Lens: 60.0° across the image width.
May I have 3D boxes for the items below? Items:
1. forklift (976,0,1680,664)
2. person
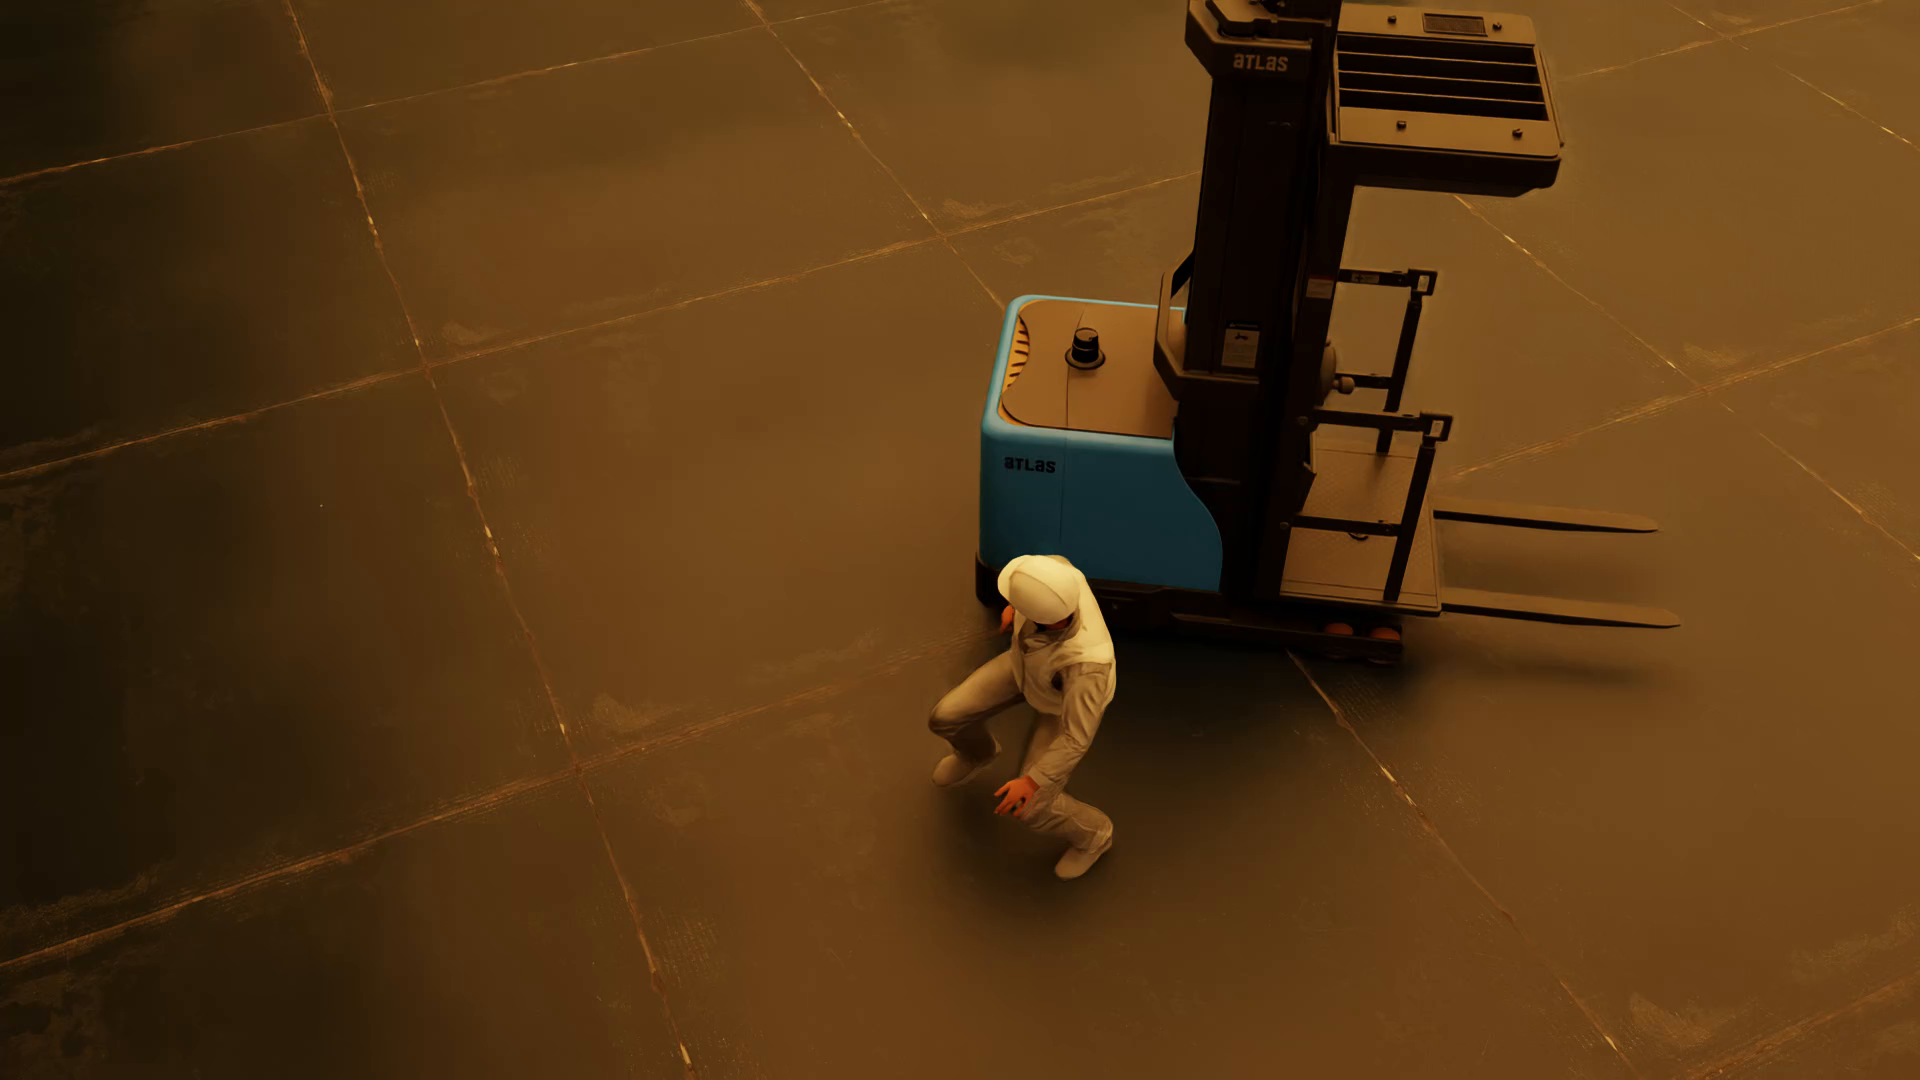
[{"bbox_3d":[1.633,-0.921,6.668,3.031,2.935,1.130,6,43,6],"label":"forklift"},{"bbox_3d":[0.258,0.563,6.142,0.678,1.541,0.781,-25,48,-24],"label":"person"}]
